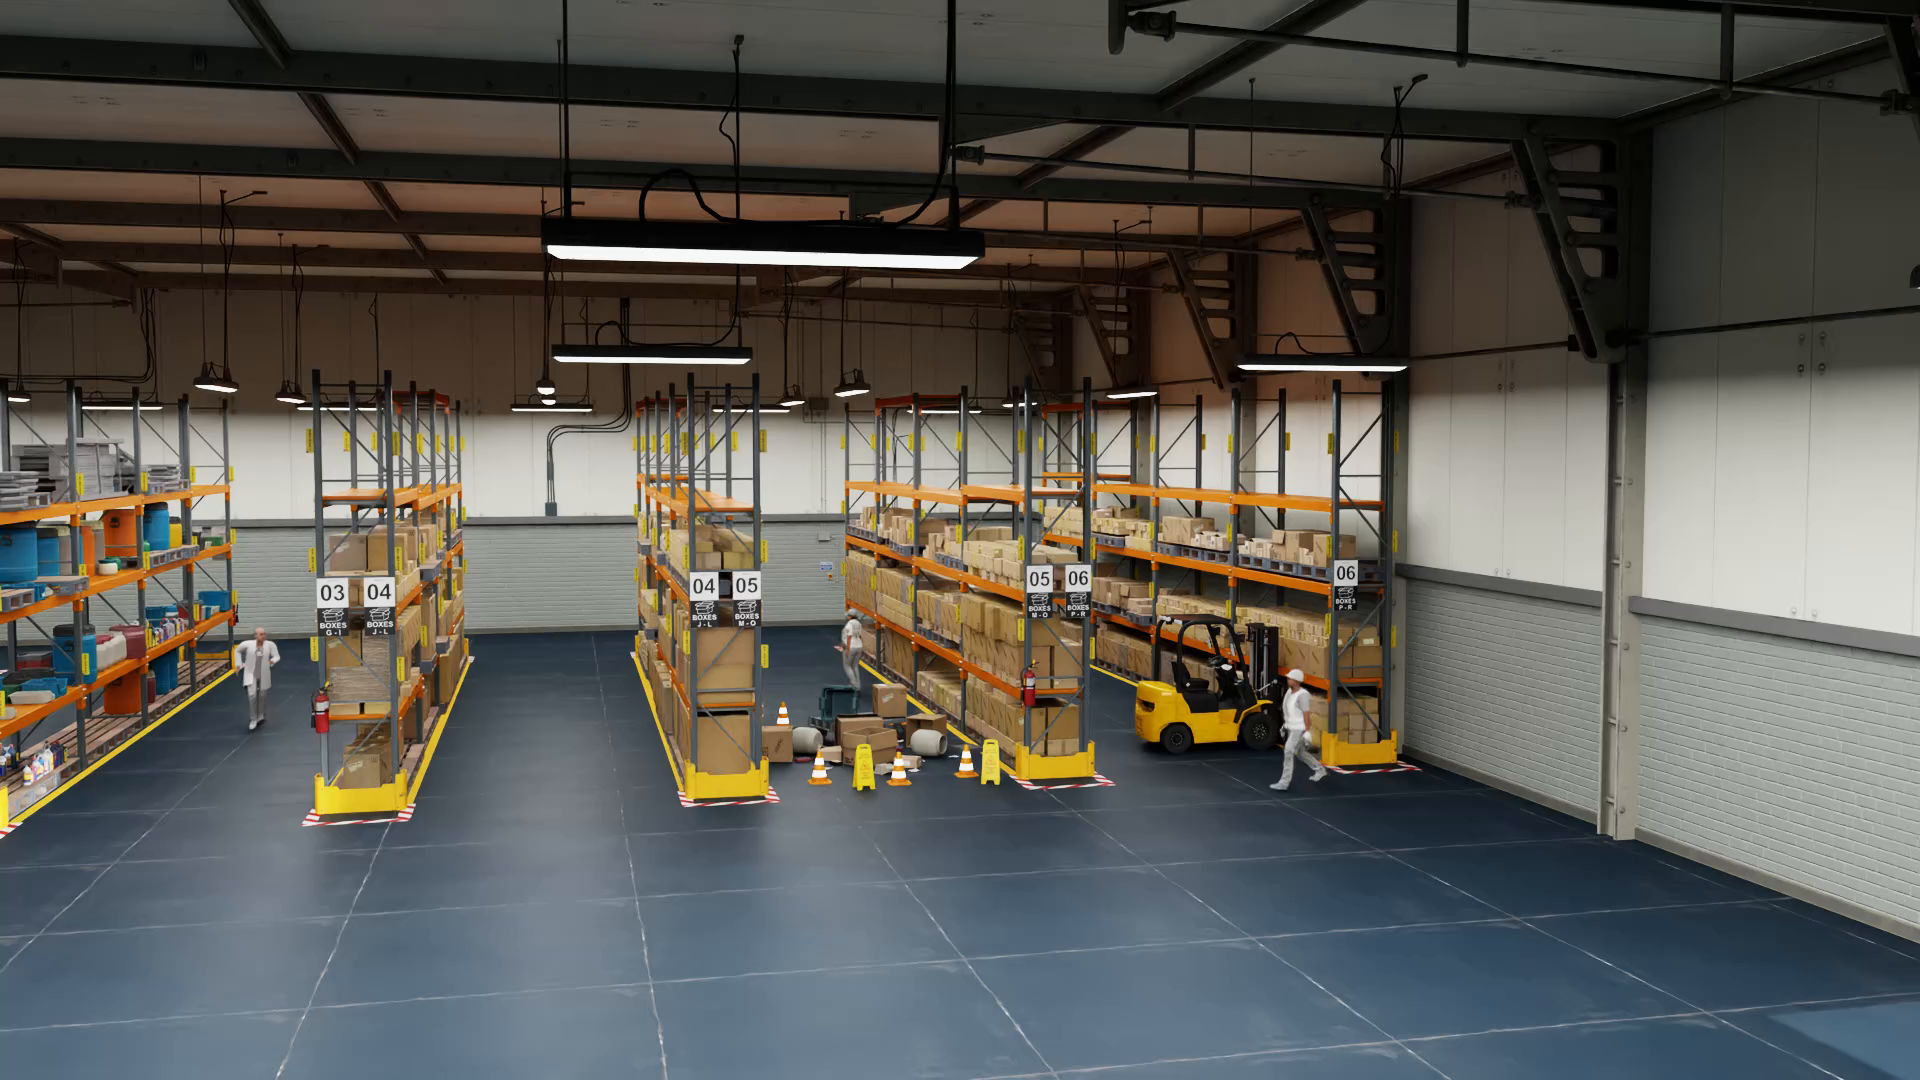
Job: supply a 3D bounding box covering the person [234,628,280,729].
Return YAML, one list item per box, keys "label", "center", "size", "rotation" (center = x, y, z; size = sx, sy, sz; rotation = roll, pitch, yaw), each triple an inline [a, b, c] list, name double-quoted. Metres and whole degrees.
- label: "person"
  center: [-12.506, 2.435, 29.597]
  size: [0.751, 1.783, 1.009]
  rotation: [-2, 4, -25]

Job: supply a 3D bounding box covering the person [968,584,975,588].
- label: "person"
  center: [0.214, 1.611, 43.280]
  size: [0.730, 1.745, 0.525]
  rotation: [-1, 3, -18]

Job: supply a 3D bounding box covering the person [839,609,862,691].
- label: "person"
  center: [-2.173, 2.262, 33.643]
  size: [0.427, 1.723, 0.521]
  rotation: [2, 4, 33]

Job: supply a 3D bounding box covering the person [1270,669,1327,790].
- label: "person"
  center: [4.912, 2.732, 24.118]
  size: [1.017, 1.751, 0.616]
  rotation: [-1, 3, -19]
